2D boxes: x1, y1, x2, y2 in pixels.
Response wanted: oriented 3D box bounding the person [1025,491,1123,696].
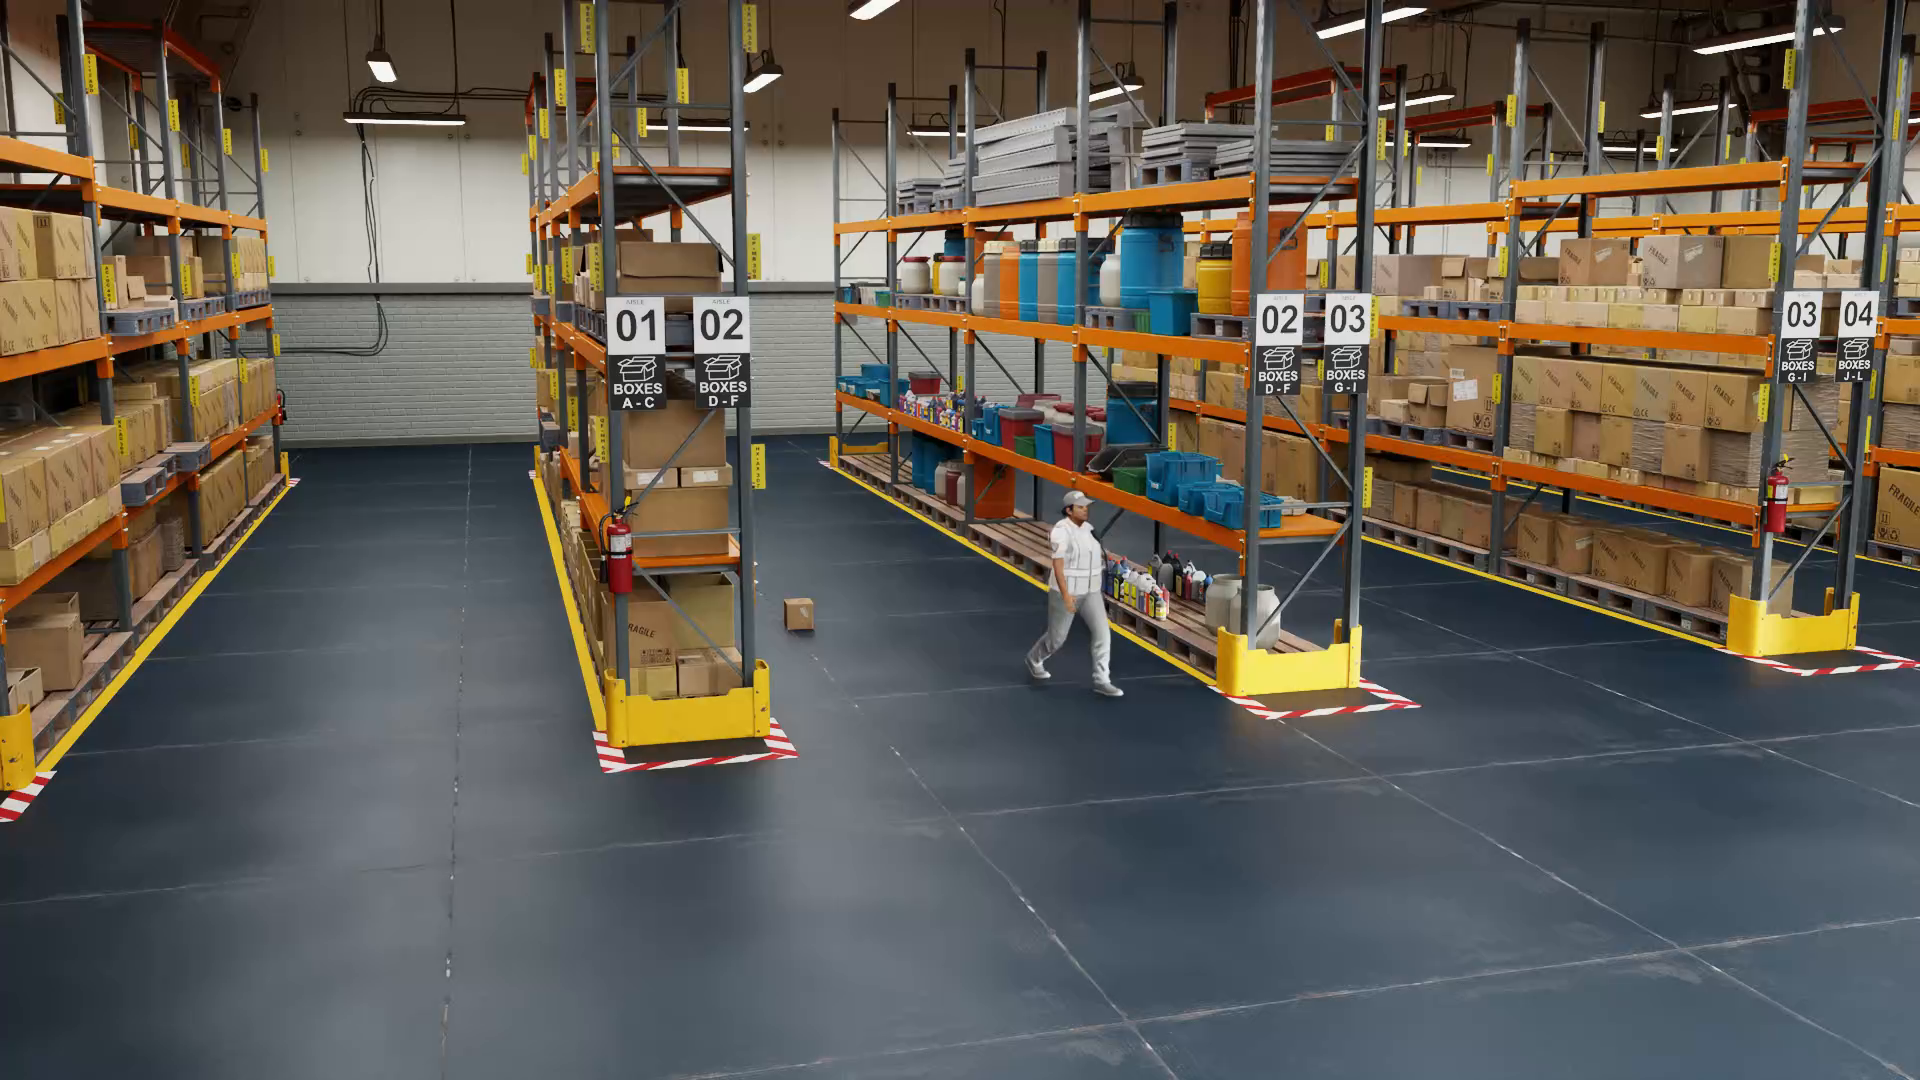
[{"bbox_3d":[0.913,0.406,13.373,0.469,1.616,0.957,-7,11,-35],"label":"person"}]
